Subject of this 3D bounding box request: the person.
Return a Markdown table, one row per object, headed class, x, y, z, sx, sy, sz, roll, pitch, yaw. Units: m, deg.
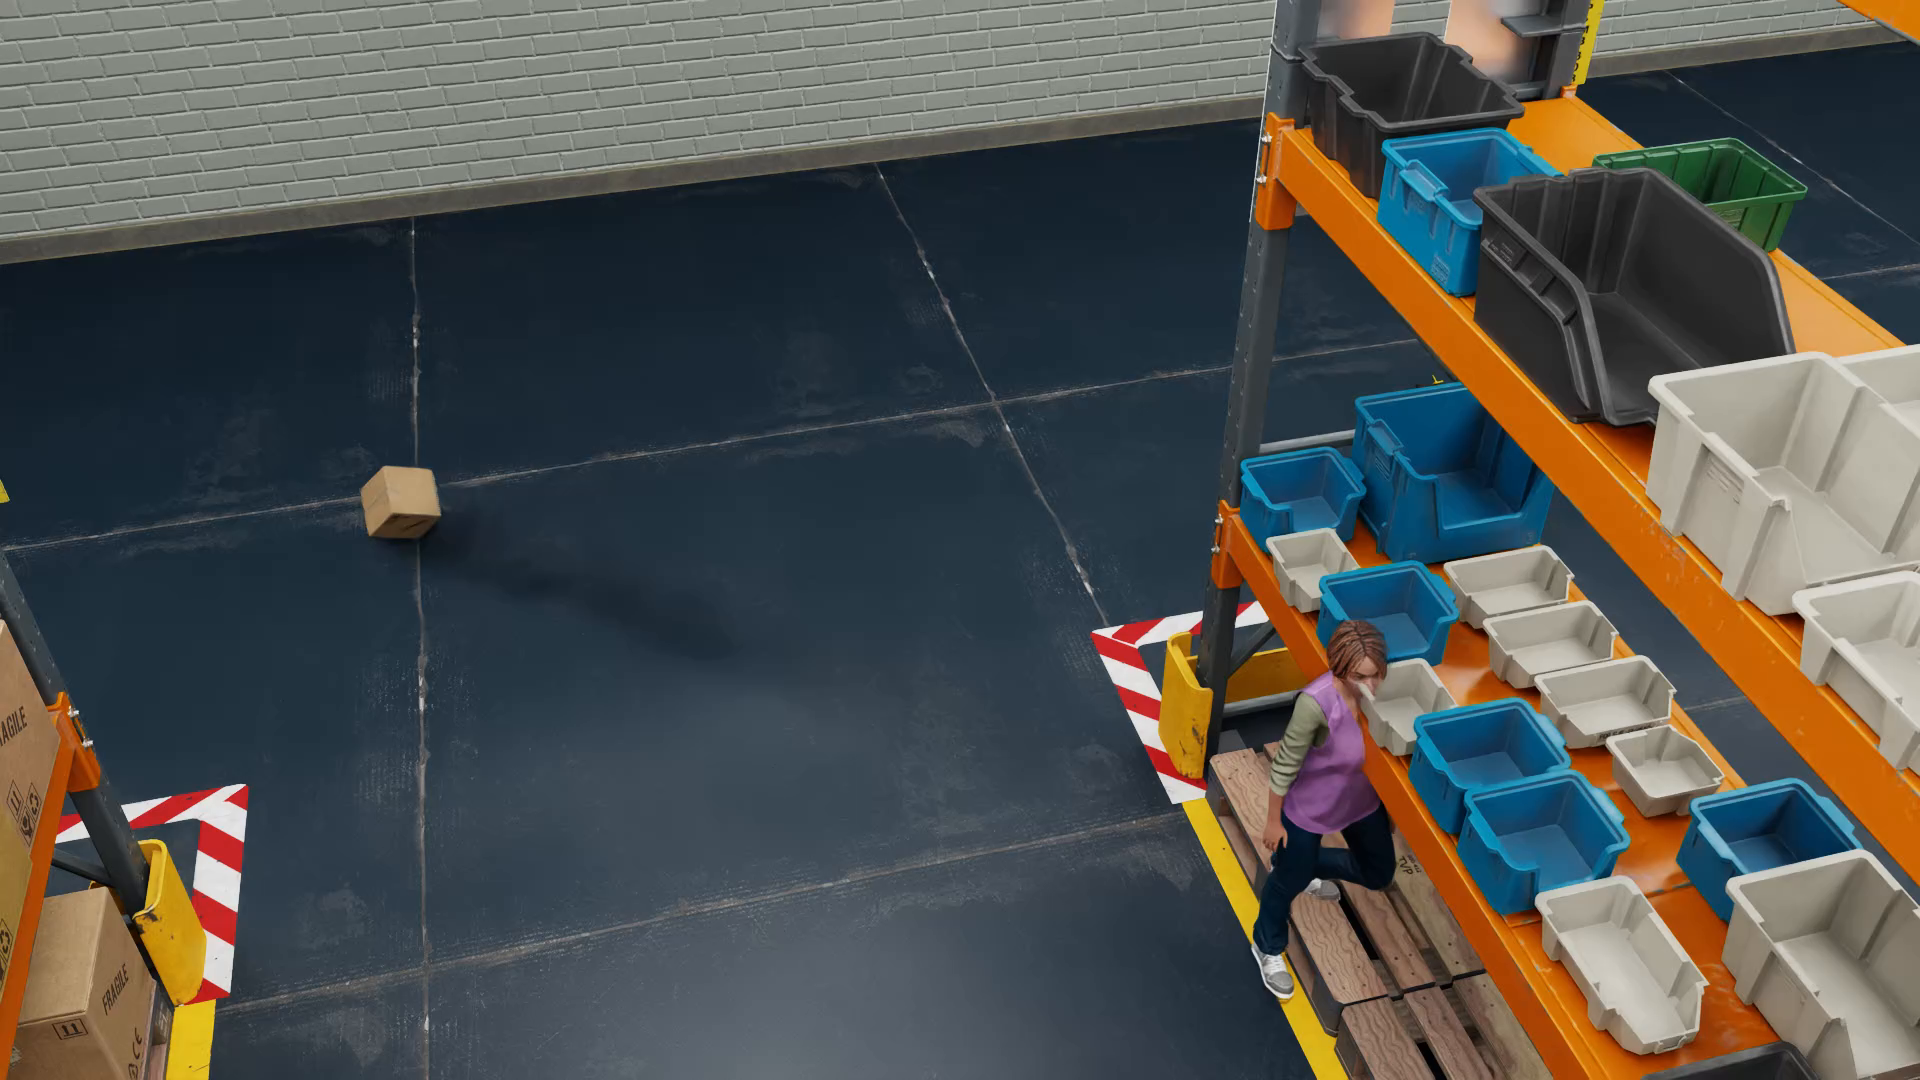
| class | x | y | z | sx | sy | sz | roll | pitch | yaw |
| --- | --- | --- | --- | --- | --- | --- | --- | --- | --- |
| person | 1.221 | 0.881 | 5.610 | 0.483 | 1.588 | 0.433 | -18 | 42 | -21 |
